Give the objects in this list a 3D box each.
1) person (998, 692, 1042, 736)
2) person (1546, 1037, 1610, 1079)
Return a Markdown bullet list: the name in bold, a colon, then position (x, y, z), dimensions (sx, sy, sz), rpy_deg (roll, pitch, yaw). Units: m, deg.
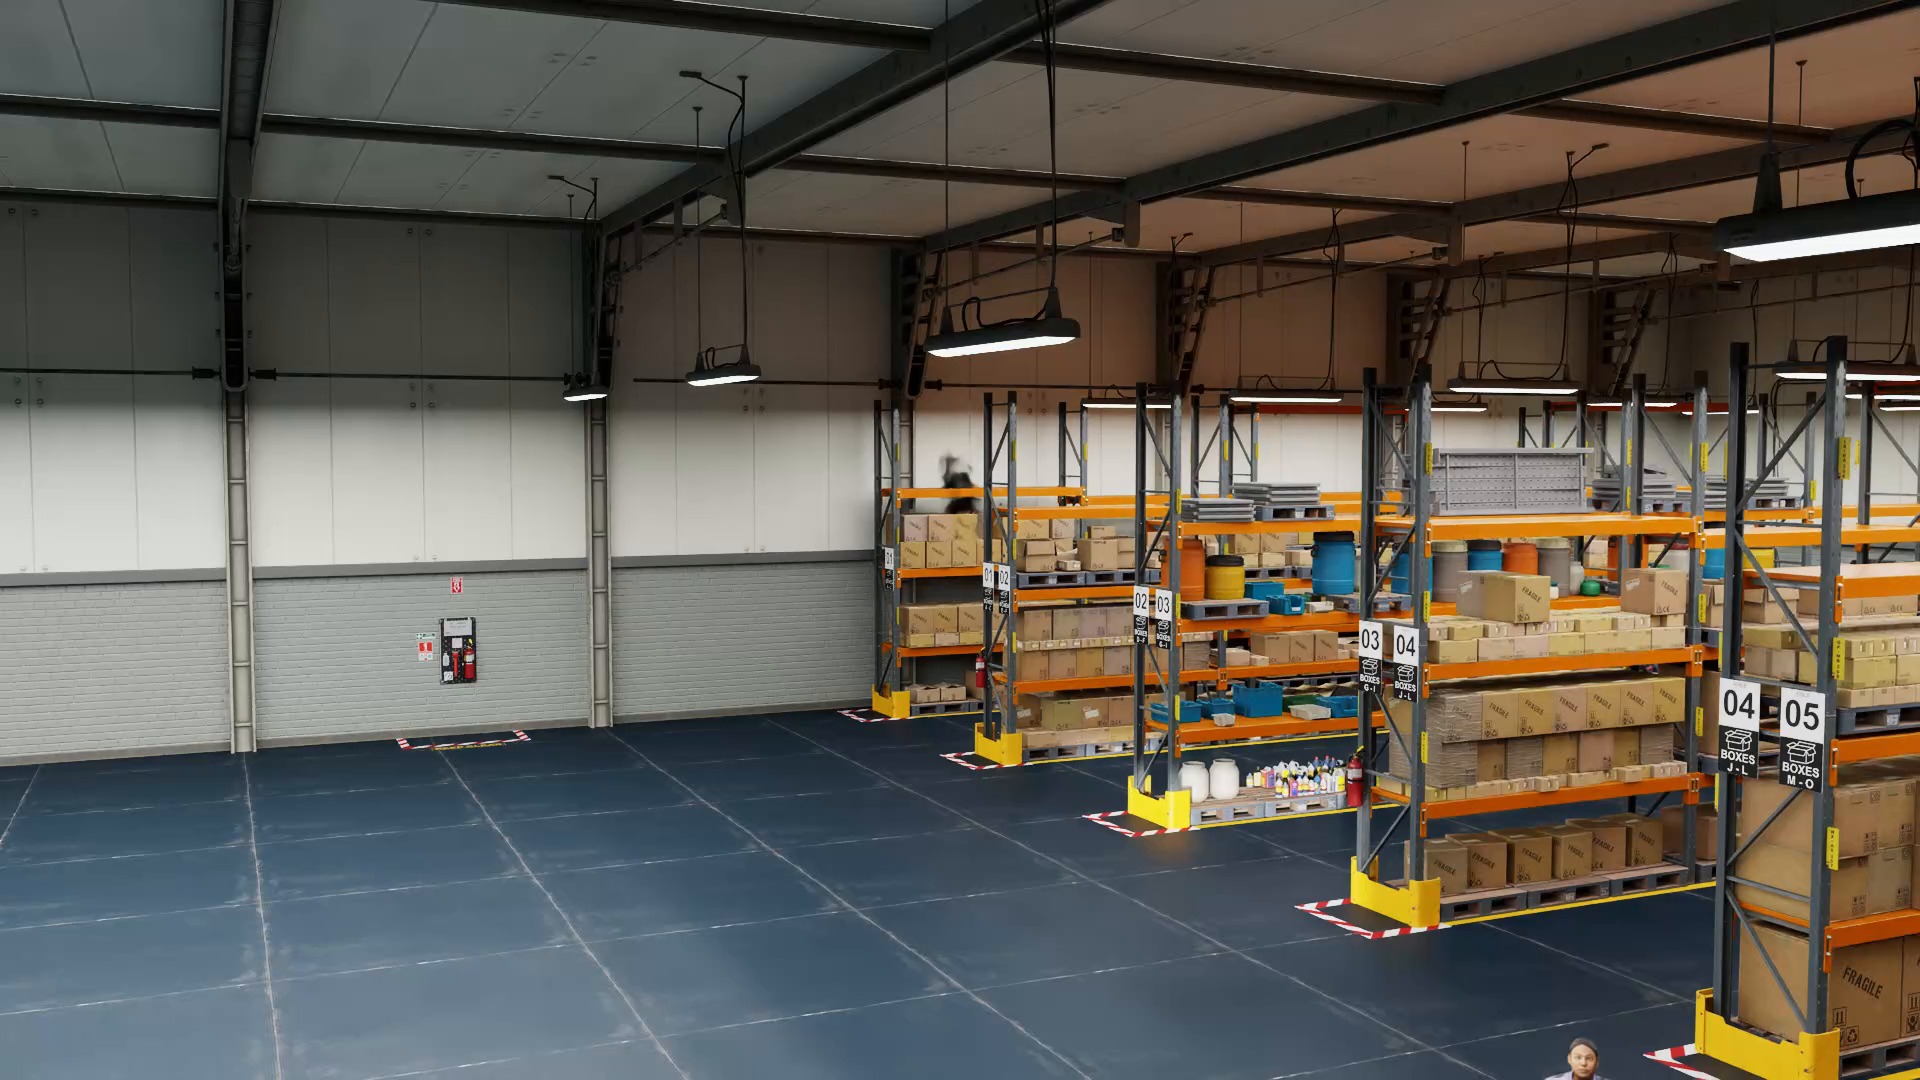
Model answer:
- **person**: position (1.079, 2.566, 29.365), dimensions (0.907, 1.759, 0.690), rpy_deg (-2, 4, -28)
- **person**: position (3.726, 3.821, 10.011), dimensions (0.590, 1.514, 0.579), rpy_deg (1, 4, 21)
